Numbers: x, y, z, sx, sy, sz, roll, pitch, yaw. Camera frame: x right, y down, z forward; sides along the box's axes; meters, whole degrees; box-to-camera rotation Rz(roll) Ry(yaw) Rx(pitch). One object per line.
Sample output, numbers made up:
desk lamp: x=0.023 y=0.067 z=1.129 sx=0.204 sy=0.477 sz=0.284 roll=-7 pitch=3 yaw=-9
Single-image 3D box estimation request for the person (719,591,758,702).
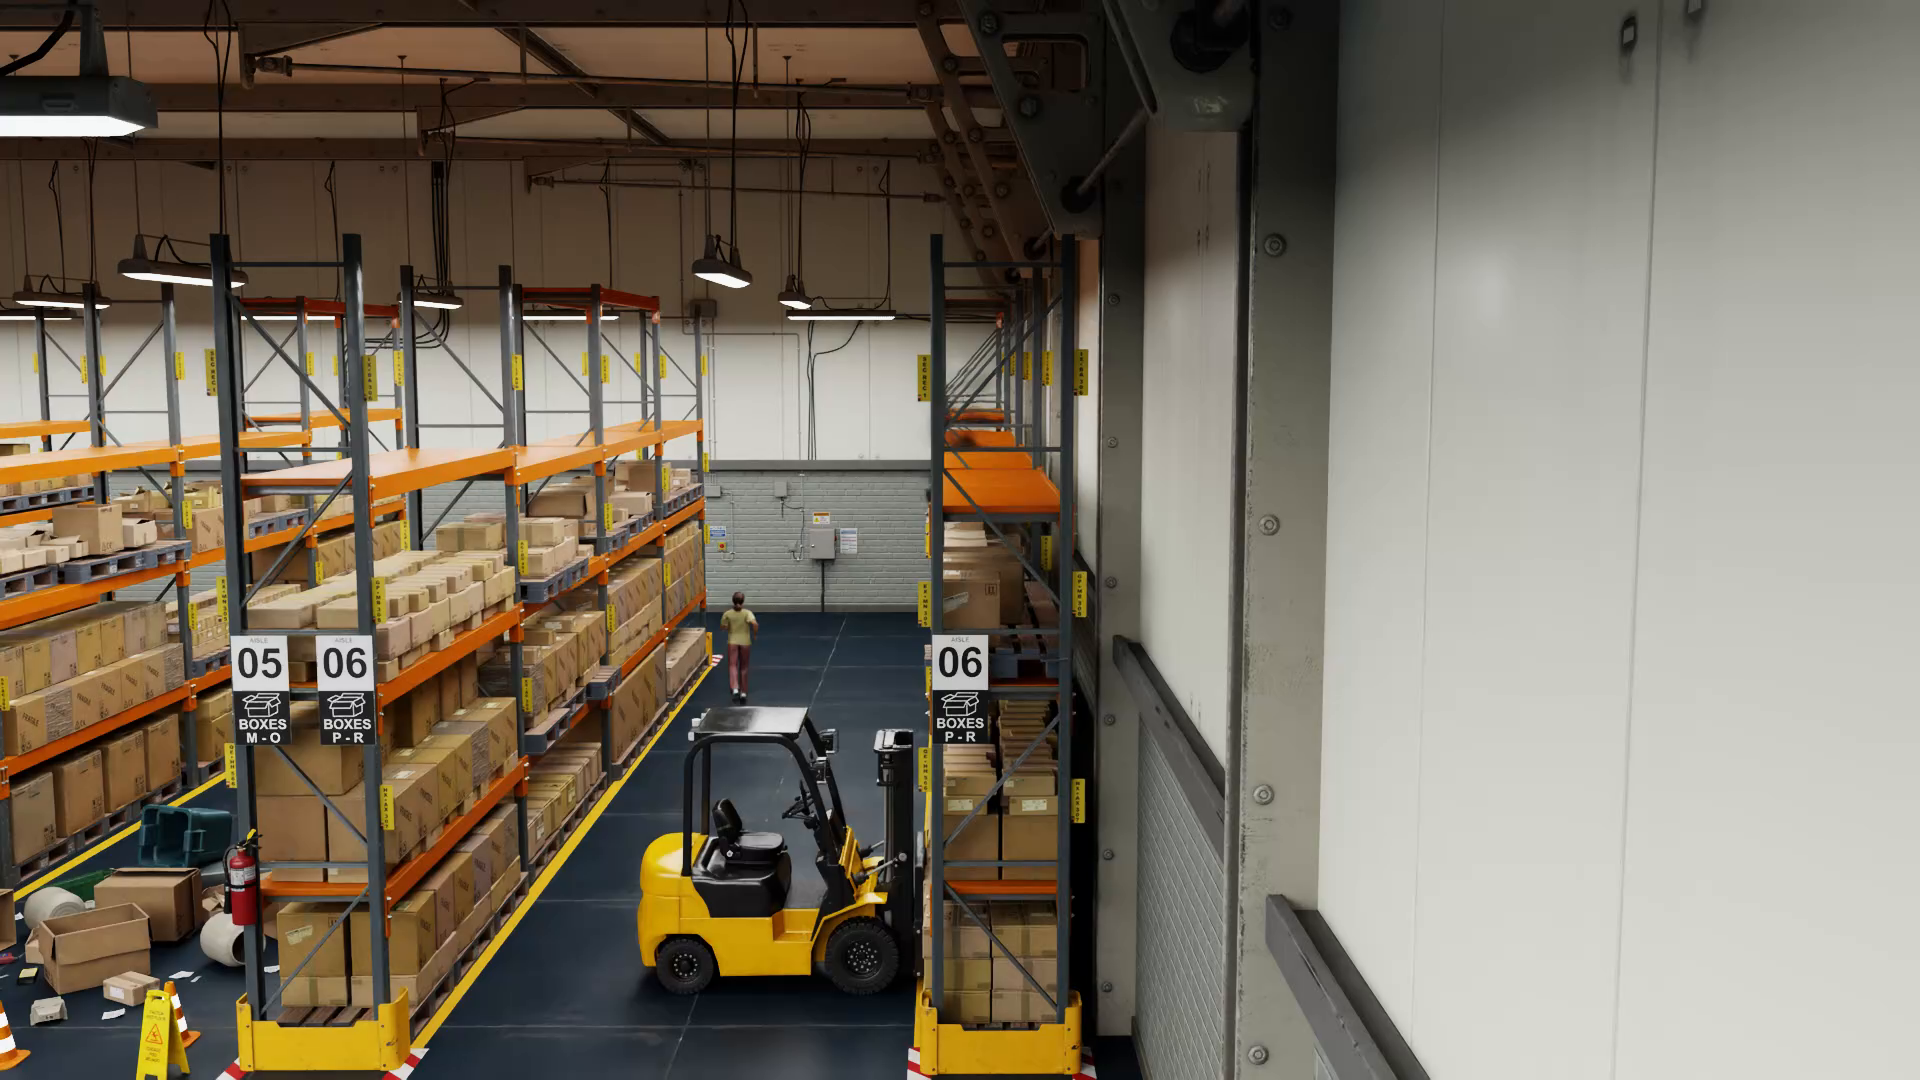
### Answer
person: x=-3.289 y=1.585 z=24.729 sx=0.574 sy=1.650 sz=0.969 roll=-1 pitch=6 yaw=-8
